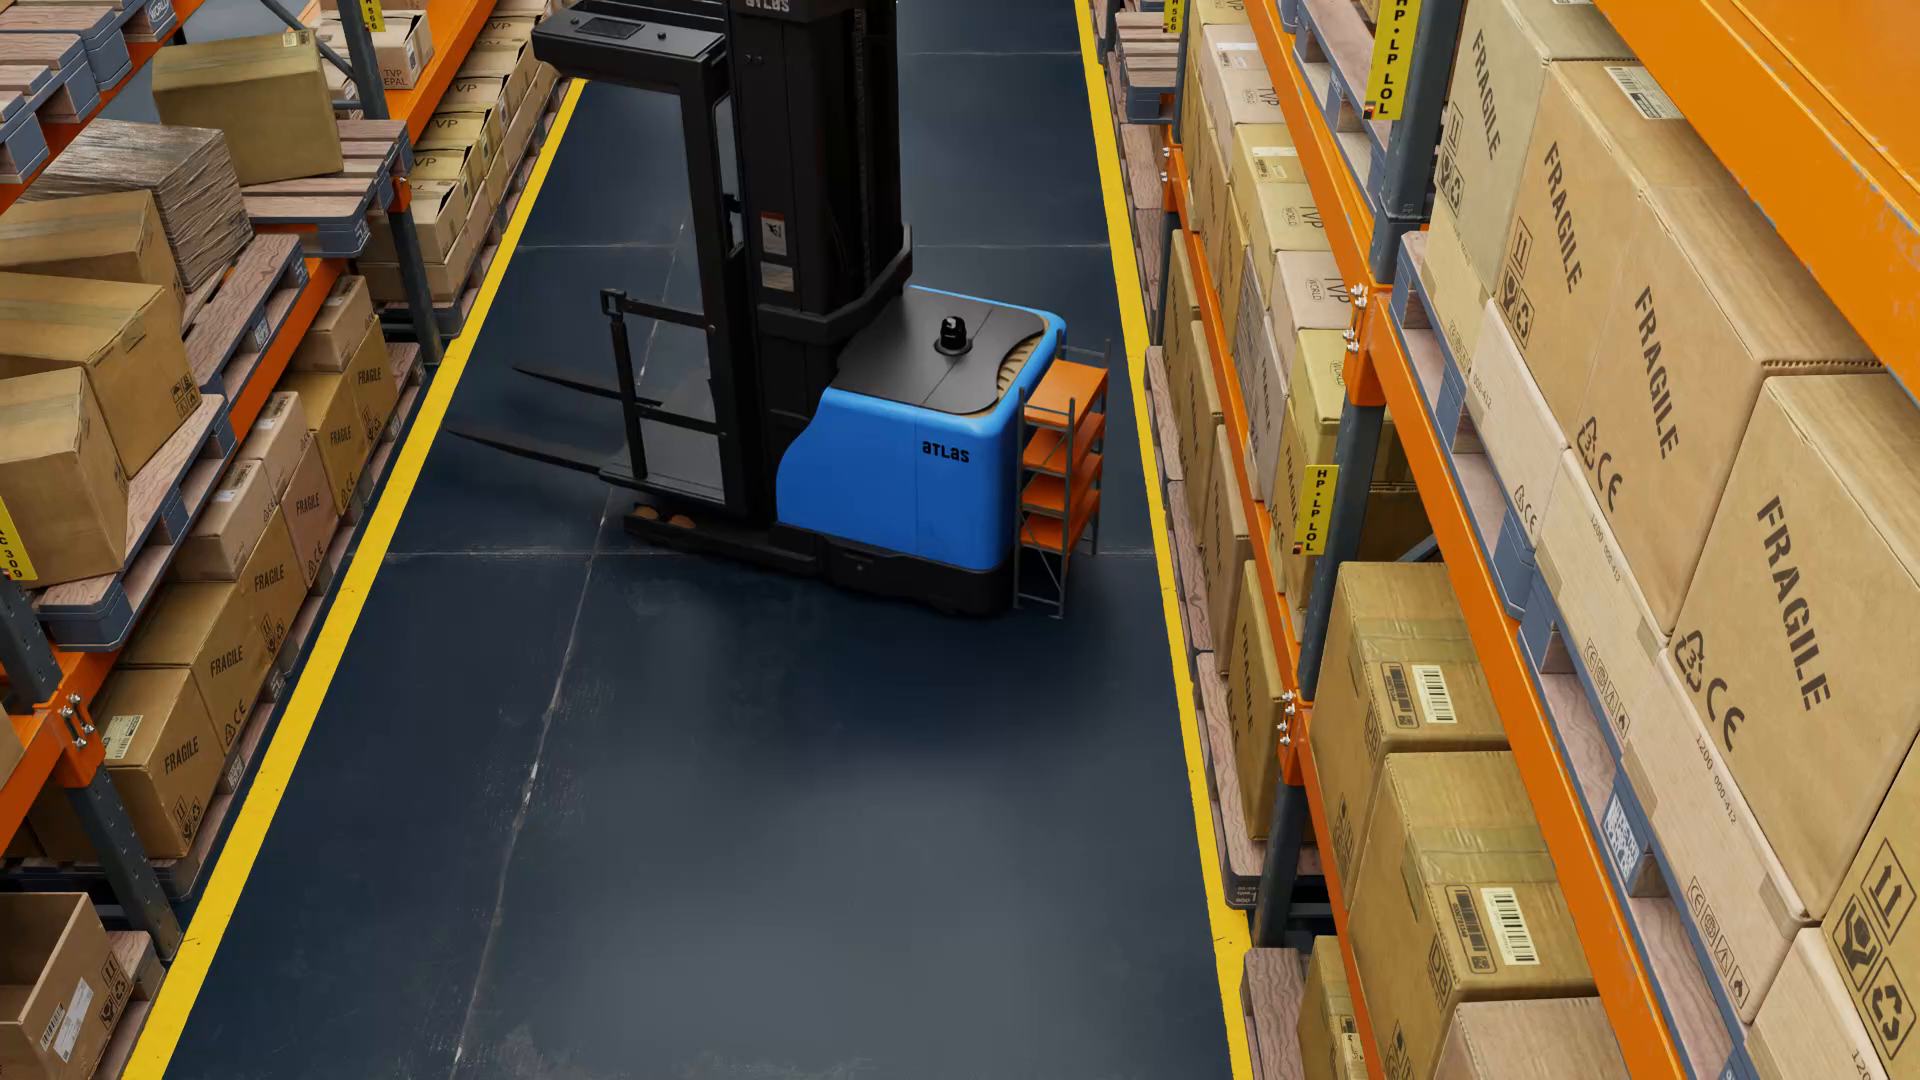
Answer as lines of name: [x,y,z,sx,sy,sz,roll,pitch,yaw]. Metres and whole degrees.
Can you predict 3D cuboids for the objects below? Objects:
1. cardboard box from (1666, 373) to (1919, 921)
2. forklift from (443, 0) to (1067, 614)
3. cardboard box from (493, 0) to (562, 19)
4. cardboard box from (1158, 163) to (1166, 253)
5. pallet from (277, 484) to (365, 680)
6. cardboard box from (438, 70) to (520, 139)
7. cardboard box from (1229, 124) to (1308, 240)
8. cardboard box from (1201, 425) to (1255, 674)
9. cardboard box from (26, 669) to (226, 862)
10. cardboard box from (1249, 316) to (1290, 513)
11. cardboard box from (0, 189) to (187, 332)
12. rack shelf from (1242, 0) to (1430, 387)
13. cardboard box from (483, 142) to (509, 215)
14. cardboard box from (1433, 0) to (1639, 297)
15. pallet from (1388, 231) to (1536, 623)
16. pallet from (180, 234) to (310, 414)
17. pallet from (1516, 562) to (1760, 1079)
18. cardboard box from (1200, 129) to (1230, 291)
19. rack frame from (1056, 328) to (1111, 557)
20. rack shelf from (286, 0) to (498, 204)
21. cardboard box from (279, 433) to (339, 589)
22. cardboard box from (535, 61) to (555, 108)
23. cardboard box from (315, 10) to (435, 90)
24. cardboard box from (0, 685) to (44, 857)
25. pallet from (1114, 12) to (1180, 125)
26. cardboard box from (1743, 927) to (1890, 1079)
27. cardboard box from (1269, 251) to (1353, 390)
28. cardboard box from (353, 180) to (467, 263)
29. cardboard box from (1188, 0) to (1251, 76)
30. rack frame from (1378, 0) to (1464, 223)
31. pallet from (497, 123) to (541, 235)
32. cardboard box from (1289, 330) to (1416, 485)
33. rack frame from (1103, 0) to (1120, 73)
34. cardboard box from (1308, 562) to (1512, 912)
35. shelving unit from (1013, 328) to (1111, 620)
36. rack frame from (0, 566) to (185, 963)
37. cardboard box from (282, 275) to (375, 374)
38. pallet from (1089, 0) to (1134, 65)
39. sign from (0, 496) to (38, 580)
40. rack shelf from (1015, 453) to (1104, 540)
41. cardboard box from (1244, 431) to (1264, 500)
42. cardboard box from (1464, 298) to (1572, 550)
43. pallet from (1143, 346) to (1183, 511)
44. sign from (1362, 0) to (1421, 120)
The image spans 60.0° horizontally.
cardboard box: [1.312,0.127,2.145,0.500,0.500,0.500,-2,39,-2]
forklift: [-1.069,-1.386,7.382,3.031,2.935,1.130,14,41,16]
cardboard box: [-3.096,-3.724,11.659,0.500,0.311,0.500,0,39,0]
cardboard box: [1.522,-1.818,9.513,0.700,0.500,0.500,0,39,1]
pallet: [-3.417,0.150,7.640,1.003,0.211,1.213,0,39,0]
cardboard box: [-3.094,-2.772,10.471,0.500,0.311,0.500,0,39,-1]
cardboard box: [1.330,-1.375,6.380,0.500,0.250,0.500,-1,39,-1]
cardboard box: [1.445,0.042,6.927,0.750,0.750,0.750,1,39,1]
cardboard box: [-3.131,0.836,6.200,0.500,0.500,0.500,-2,39,-2]
cardboard box: [1.316,-0.441,5.813,0.500,0.500,0.500,0,39,0]
cardboard box: [-3.438,-0.972,6.394,0.700,0.500,0.500,-9,40,-11]
rack shelf: [1.577,-1.811,6.033,1.077,0.370,4.000,0,39,0]
cardboard box: [-3.094,-2.224,10.235,0.500,0.250,0.500,-1,39,-1]
cardboard box: [1.300,-0.832,3.341,0.500,0.500,0.500,0,39,0]
pallet: [1.570,-0.295,3.637,1.003,0.211,1.213,0,39,0]
pallet: [-3.372,-0.875,6.842,1.003,0.211,1.213,0,39,0]
pallet: [1.569,0.466,2.687,1.003,0.211,1.213,0,39,0]
cardboard box: [1.310,-1.393,7.001,0.500,0.500,0.500,0,39,0]
rack frame: [0.535,-0.420,7.559,0.240,1.200,0.015,14,41,16]
rack shelf: [-3.381,-3.136,10.085,1.077,0.370,4.000,0,39,0]
cardboard box: [-3.136,-0.126,7.401,0.500,0.500,0.500,-1,39,-2]
cardboard box: [-3.094,-3.183,11.432,0.500,0.250,0.500,-1,39,-1]
cardboard box: [-3.186,-2.691,9.026,0.500,0.311,0.500,0,39,-1]
cardboard box: [-3.661,0.831,6.207,0.500,0.500,0.500,0,39,0]
pallet: [1.468,-2.543,8.923,1.213,0.211,1.003,0,39,0]
cardboard box: [1.316,0.733,1.988,0.500,0.250,0.500,-1,39,-2]
cardboard box: [1.332,-0.738,5.584,0.500,0.250,0.500,1,39,1]
cardboard box: [-3.086,-1.803,9.262,0.500,0.311,0.500,1,39,1]
cardboard box: [1.318,-2.325,7.565,0.500,0.250,0.500,1,39,1]
rack frame: [1.580,-2.012,3.310,1.000,3.000,0.127,0,39,0]
pallet: [-3.339,-2.354,10.764,1.003,0.211,1.213,0,39,0]
cardboard box: [1.323,-0.418,5.185,0.500,0.250,0.500,1,39,1]
rack frame: [1.570,-4.673,11.428,1.000,3.000,0.127,0,39,0]
cardboard box: [1.564,0.552,4.669,0.980,0.700,0.700,1,39,1]
shelving unit: [0.446,-0.277,7.382,0.258,1.200,0.503,14,41,16]
rack frame: [-3.374,0.335,5.178,1.000,3.000,0.127,0,39,0]
cardboard box: [-3.139,-1.035,7.936,0.500,0.250,0.500,1,39,2]
pallet: [1.534,-4.005,12.825,1.003,0.211,1.213,0,39,0]
sign: [-2.831,-0.008,4.914,0.100,0.325,0.005,0,39,0]
rack shelf: [0.446,-0.225,7.424,0.258,0.148,0.480,14,41,16]
cardboard box: [1.258,-0.277,6.127,0.380,0.149,0.250,0,39,0]
cardboard box: [1.303,-0.234,3.195,0.500,0.250,0.500,-1,39,-1]
pallet: [1.501,-0.591,8.564,1.003,0.211,1.213,0,39,0]
sign: [1.037,-1.159,3.980,0.100,0.325,0.005,0,39,0]
